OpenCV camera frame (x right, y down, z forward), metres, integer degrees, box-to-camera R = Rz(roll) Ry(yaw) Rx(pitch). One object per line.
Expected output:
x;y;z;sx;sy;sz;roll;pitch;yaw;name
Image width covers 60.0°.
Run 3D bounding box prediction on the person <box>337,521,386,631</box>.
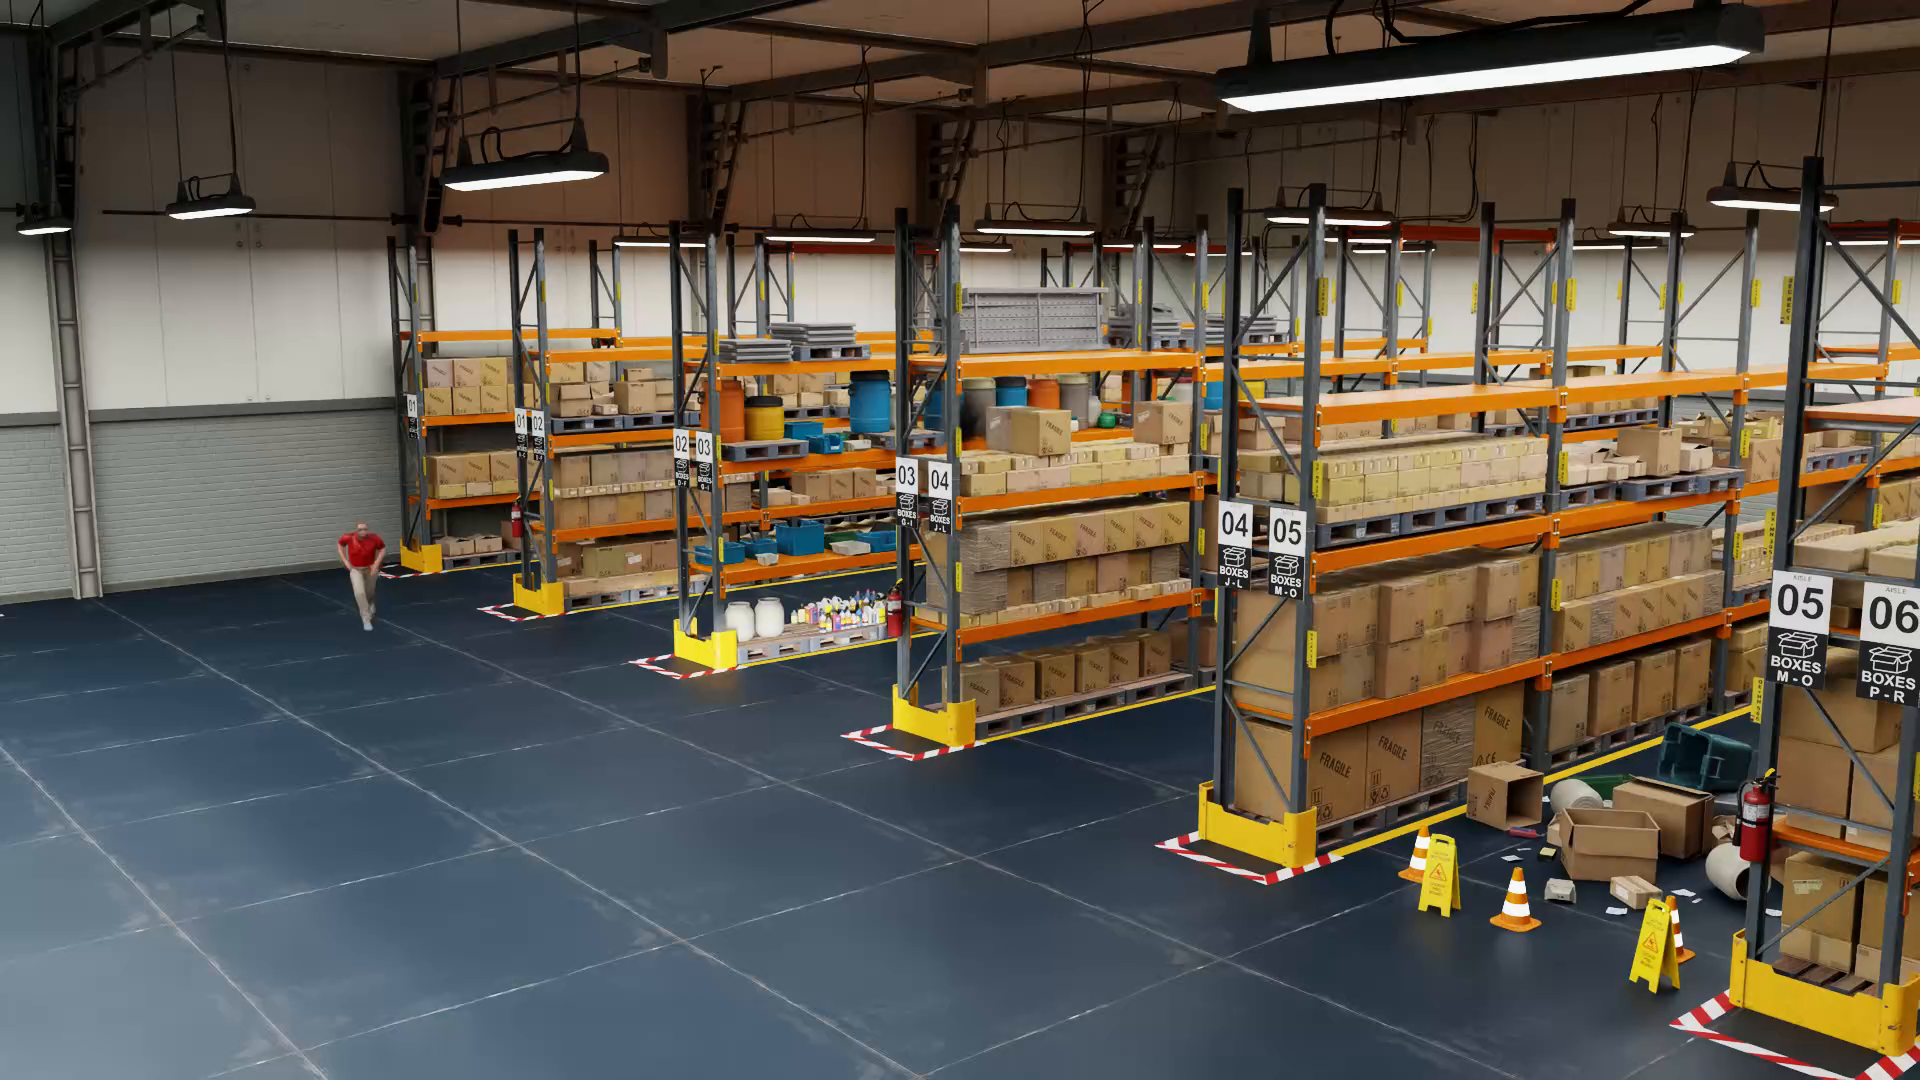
-9.080;0.498;25.315;0.689;1.695;0.987;-2;9;-15;person
